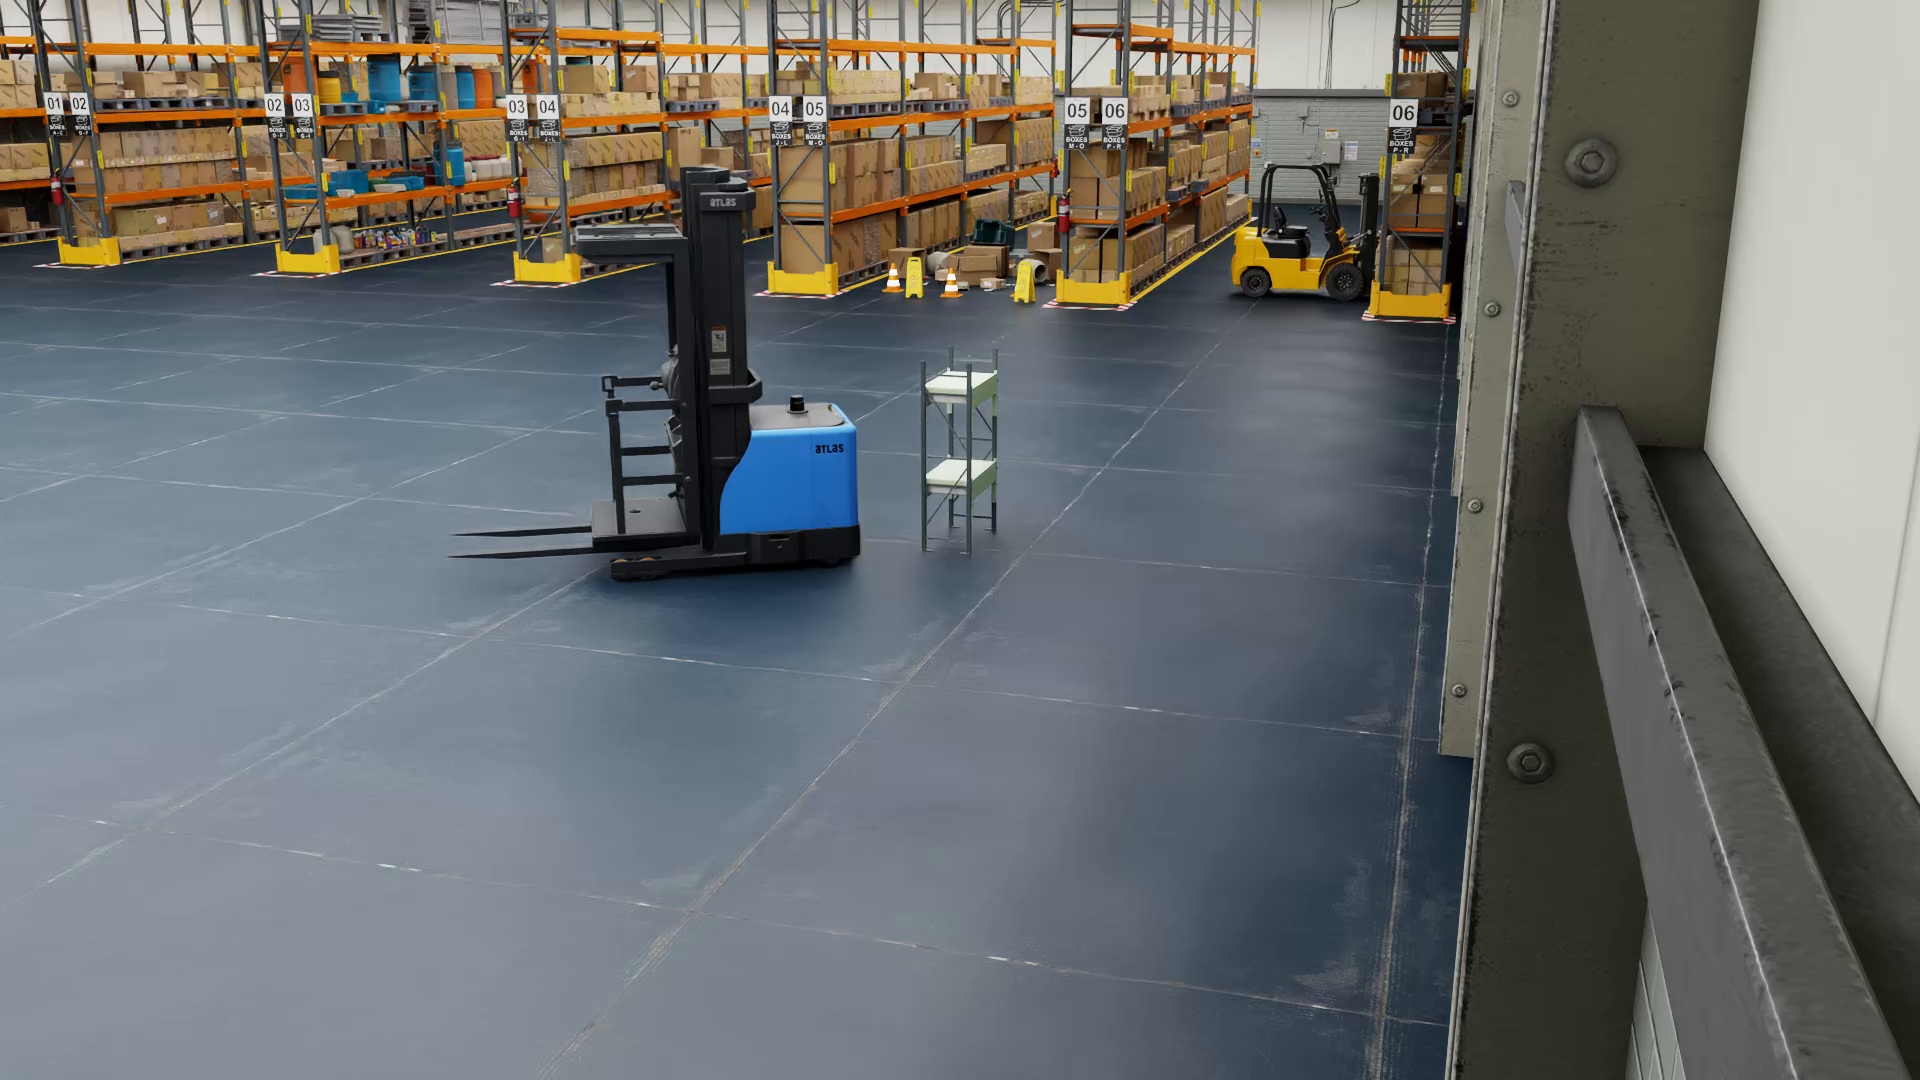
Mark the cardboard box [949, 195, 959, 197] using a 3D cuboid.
[{"bbox_3d":[-0.291,-7.427,36.455,0.500,0.250,0.500,5,17,17],"label":"cardboard box"}]

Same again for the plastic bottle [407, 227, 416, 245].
[{"bbox_3d":[-11.032,-6.095,33.370,0.144,0.351,0.185,5,16,16],"label":"plastic bottle"}]

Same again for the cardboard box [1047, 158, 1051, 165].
[{"bbox_3d":[2.085,-9.600,42.137,0.380,0.149,0.250,5,16,16],"label":"cardboard box"}]

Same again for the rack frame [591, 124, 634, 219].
[{"bbox_3d":[-8.706,-9.576,41.595,1.000,3.000,0.127,5,16,16],"label":"rack frame"}]

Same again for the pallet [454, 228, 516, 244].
[{"bbox_3d":[-10.448,-6.671,36.460,1.003,0.211,1.213,5,16,16],"label":"pallet"}]

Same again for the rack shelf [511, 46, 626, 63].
[{"bbox_3d":[-9.274,-11.401,39.084,1.077,0.370,4.000,5,16,16],"label":"rack shelf"}]

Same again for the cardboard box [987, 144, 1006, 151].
[{"bbox_3d":[0.843,-9.028,38.264,0.380,0.149,0.250,5,17,18],"label":"cardboard box"}]

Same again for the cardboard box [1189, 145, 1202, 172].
[{"bbox_3d":[4.545,-7.630,33.235,0.500,0.500,0.500,4,16,14],"label":"cardboard box"}]

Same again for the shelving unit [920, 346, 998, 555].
[{"bbox_3d":[-0.002,-0.720,13.119,0.431,1.500,0.755,5,16,16],"label":"shelving unit"}]

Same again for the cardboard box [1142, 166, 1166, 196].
[{"bbox_3d":[3.383,-6.386,29.620,0.500,0.500,0.500,4,16,14],"label":"cardboard box"}]

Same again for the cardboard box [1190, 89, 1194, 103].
[{"bbox_3d":[4.087,-8.292,31.074,0.500,0.250,0.500,4,16,15],"label":"cardboard box"}]

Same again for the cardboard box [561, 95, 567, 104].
[{"bbox_3d":[-7.067,-7.670,28.920,0.380,0.149,0.250,5,16,15],"label":"cardboard box"}]

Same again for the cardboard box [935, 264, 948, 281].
[{"bbox_3d":[-0.226,-4.780,29.696,0.396,0.266,0.258,8,18,25],"label":"cardboard box"}]

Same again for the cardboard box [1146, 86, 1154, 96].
[{"bbox_3d":[3.041,-7.524,27.860,0.380,0.149,0.250,5,17,17],"label":"cardboard box"}]

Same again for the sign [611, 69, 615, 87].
[{"bbox_3d":[-6.763,-9.023,32.477,0.100,0.325,0.005,5,16,16],"label":"sign"}]

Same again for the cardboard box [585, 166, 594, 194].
[{"bbox_3d":[-7.157,-6.526,30.112,0.875,0.500,0.500,5,16,16],"label":"cardboard box"}]

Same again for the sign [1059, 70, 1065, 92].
[{"bbox_3d":[1.608,-7.202,26.103,0.100,0.325,0.005,5,16,16],"label":"sign"}]

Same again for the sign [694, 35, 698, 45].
[{"bbox_3d":[-7.037,-13.315,44.374,0.100,0.325,0.005,5,16,16],"label":"sign"}]

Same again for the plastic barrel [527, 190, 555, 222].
[{"bbox_3d":[-9.720,-7.817,38.600,0.600,0.830,0.708,5,16,16],"label":"plastic barrel"}]

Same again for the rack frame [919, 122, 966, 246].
[{"bbox_3d":[-0.367,-7.735,35.102,1.000,3.000,0.127,5,16,16],"label":"rack frame"}]

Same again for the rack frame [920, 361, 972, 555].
[{"bbox_3d":[-0.106,-0.624,12.781,0.400,1.500,0.023,5,16,16],"label":"rack frame"}]

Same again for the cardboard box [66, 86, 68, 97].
[{"bbox_3d":[-20.071,-10.152,37.520,0.500,0.311,0.500,5,17,18],"label":"cardboard box"}]

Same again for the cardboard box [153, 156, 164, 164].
[{"bbox_3d":[-16.182,-7.605,33.273,0.380,0.149,0.250,4,16,15],"label":"cardboard box"}]

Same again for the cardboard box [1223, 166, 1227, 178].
[{"bbox_3d":[5.659,-8.215,37.069,0.500,0.250,0.500,4,16,15],"label":"cardboard box"}]

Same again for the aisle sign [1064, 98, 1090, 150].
[{"bbox_3d":[1.839,-6.541,26.130,0.394,0.787,0.004,5,16,16],"label":"aisle sign"}]

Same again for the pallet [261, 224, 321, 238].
[{"bbox_3d":[-15.210,-7.043,37.773,1.003,0.211,1.213,5,16,16],"label":"pallet"}]

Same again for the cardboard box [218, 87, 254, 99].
[{"bbox_3d":[-15.543,-9.602,35.693,0.500,0.250,0.500,6,17,22],"label":"cardboard box"}]

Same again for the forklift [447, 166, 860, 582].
[{"bbox_3d":[-2.334,-1.260,12.402,3.031,2.935,1.130,-4,16,-13],"label":"forklift"}]

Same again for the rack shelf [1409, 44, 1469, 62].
[{"bbox_3d":[8.600,-8.818,29.978,1.077,0.370,4.000,5,16,16],"label":"rack shelf"}]

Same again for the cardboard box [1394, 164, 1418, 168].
[{"bbox_3d":[7.433,-6.188,27.730,0.380,0.149,0.250,5,17,17],"label":"cardboard box"}]

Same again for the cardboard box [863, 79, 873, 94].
[{"bbox_3d":[-1.828,-7.908,28.994,0.500,0.250,0.500,5,16,16],"label":"cardboard box"}]

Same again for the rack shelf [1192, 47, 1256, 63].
[{"bbox_3d":[6.113,-11.295,38.710,1.077,0.370,4.000,5,16,16],"label":"rack shelf"}]

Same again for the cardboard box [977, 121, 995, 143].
[{"bbox_3d":[0.644,-9.597,39.108,0.500,0.500,0.500,4,16,14],"label":"cardboard box"}]

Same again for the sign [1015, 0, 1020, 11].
[{"bbox_3d":[1.304,-12.151,37.677,0.100,0.325,0.005,5,16,16],"label":"sign"}]

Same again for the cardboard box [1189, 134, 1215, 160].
[{"bbox_3d":[5.076,-8.281,35.013,0.500,0.500,0.500,5,17,17],"label":"cardboard box"}]

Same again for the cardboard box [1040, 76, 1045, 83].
[{"bbox_3d":[1.886,-11.320,40.872,0.380,0.149,0.250,5,17,17],"label":"cardboard box"}]

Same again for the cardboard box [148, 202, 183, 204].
[{"bbox_3d":[-16.443,-6.750,34.525,0.500,0.500,0.500,5,16,16],"label":"cardboard box"}]

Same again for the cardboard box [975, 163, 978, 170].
[{"bbox_3d":[0.182,-8.129,36.182,0.380,0.149,0.250,5,17,18],"label":"cardboard box"}]

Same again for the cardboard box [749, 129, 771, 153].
[{"bbox_3d":[-4.682,-9.037,37.671,0.797,0.503,0.637,5,17,17],"label":"cardboard box"}]

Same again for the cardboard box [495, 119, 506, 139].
[{"bbox_3d":[-12.465,-11.131,45.061,0.500,0.500,0.500,5,17,17],"label":"cardboard box"}]

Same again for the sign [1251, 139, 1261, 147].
[{"bbox_3d":[8.232,-11.097,46.461,0.327,0.218,0.001,5,16,16],"label":"sign"}]

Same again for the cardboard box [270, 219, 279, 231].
[{"bbox_3d":[-15.228,-6.968,36.667,0.500,0.250,0.500,5,17,17],"label":"cardboard box"}]

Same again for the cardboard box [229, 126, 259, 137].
[{"bbox_3d":[-18.391,-10.498,42.704,0.500,0.250,0.500,5,17,17],"label":"cardboard box"}]

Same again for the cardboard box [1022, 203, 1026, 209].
[{"bbox_3d":[1.380,-8.105,40.317,0.380,0.149,0.250,5,17,18],"label":"cardboard box"}]

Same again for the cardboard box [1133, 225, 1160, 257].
[{"bbox_3d":[3.217,-5.262,29.279,0.500,0.500,0.500,5,17,17],"label":"cardboard box"}]

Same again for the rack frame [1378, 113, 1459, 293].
[{"bbox_3d":[6.894,-4.900,25.109,1.000,3.000,0.127,5,16,16],"label":"rack frame"}]

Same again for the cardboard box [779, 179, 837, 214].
[{"bbox_3d":[-2.578,-5.814,28.057,0.875,0.550,0.550,5,16,16],"label":"cardboard box"}]

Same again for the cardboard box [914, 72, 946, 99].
[{"bbox_3d":[-0.592,-9.000,32.928,0.500,0.500,0.500,5,16,16],"label":"cardboard box"}]

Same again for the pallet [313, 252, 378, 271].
[{"bbox_3d":[-11.903,-5.331,31.738,1.003,0.211,1.213,5,16,16],"label":"pallet"}]

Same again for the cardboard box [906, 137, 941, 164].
[{"bbox_3d":[-0.790,-7.880,33.600,0.700,0.500,0.500,4,16,15],"label":"cardboard box"}]

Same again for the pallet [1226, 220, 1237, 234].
[{"bbox_3d":[5.836,-7.275,38.592,1.003,0.211,1.213,5,16,16],"label":"pallet"}]

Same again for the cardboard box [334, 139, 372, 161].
[{"bbox_3d":[-14.520,-9.339,39.804,0.700,0.500,0.500,-1,16,-3],"label":"cardboard box"}]

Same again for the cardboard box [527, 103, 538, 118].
[{"bbox_3d":[-7.474,-7.570,29.297,0.500,0.250,0.500,5,17,17],"label":"cardboard box"}]
